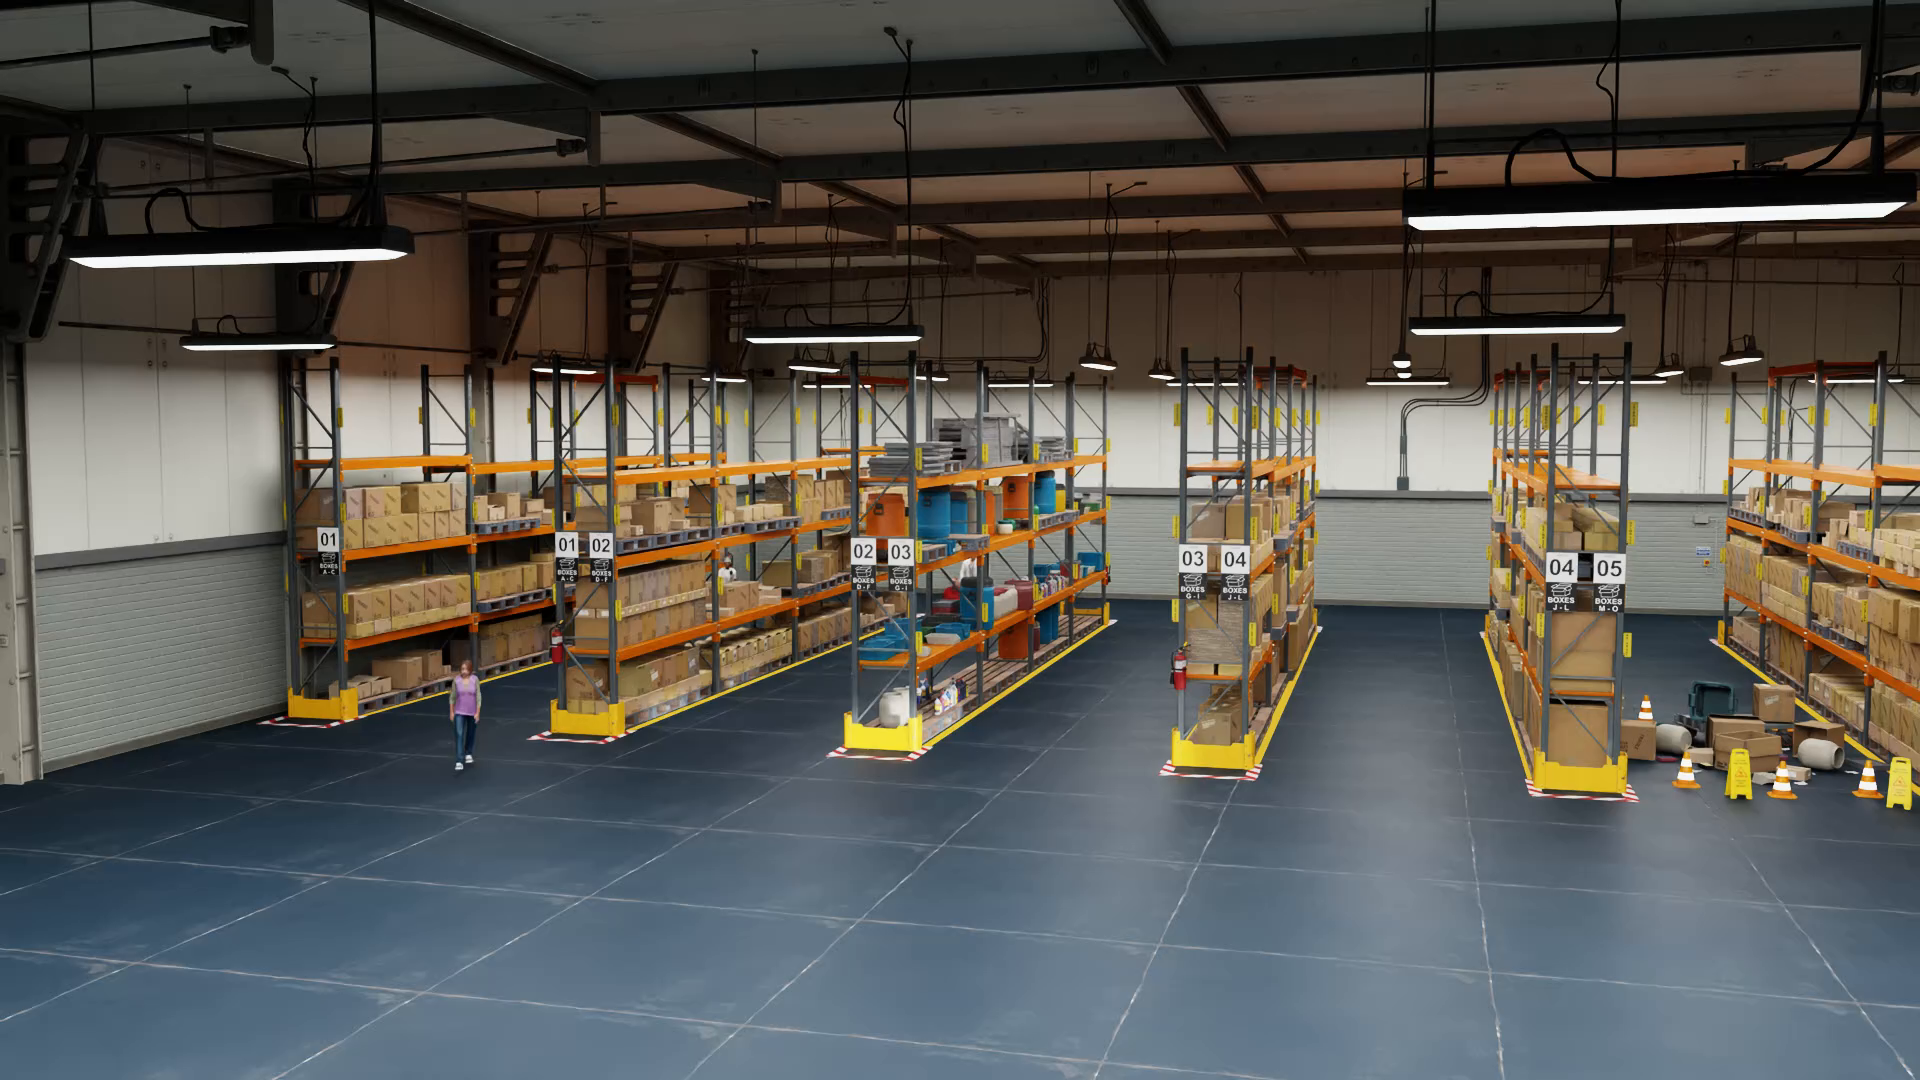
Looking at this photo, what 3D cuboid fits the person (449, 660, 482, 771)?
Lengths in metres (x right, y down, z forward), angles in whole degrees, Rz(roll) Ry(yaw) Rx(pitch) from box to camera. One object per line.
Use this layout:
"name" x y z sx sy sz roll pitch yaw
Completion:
"person" -7.032 2.471 23.658 0.440 1.539 0.978 -2 5 -24

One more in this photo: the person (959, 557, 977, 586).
"person" 0.287 1.089 41.252 0.603 1.713 1.142 1 4 19

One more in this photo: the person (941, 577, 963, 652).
"person" -0.040 1.586 35.461 0.670 1.639 0.736 2 5 27

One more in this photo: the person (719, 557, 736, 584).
"person" -5.640 1.215 40.163 0.451 1.635 0.998 0 4 3
